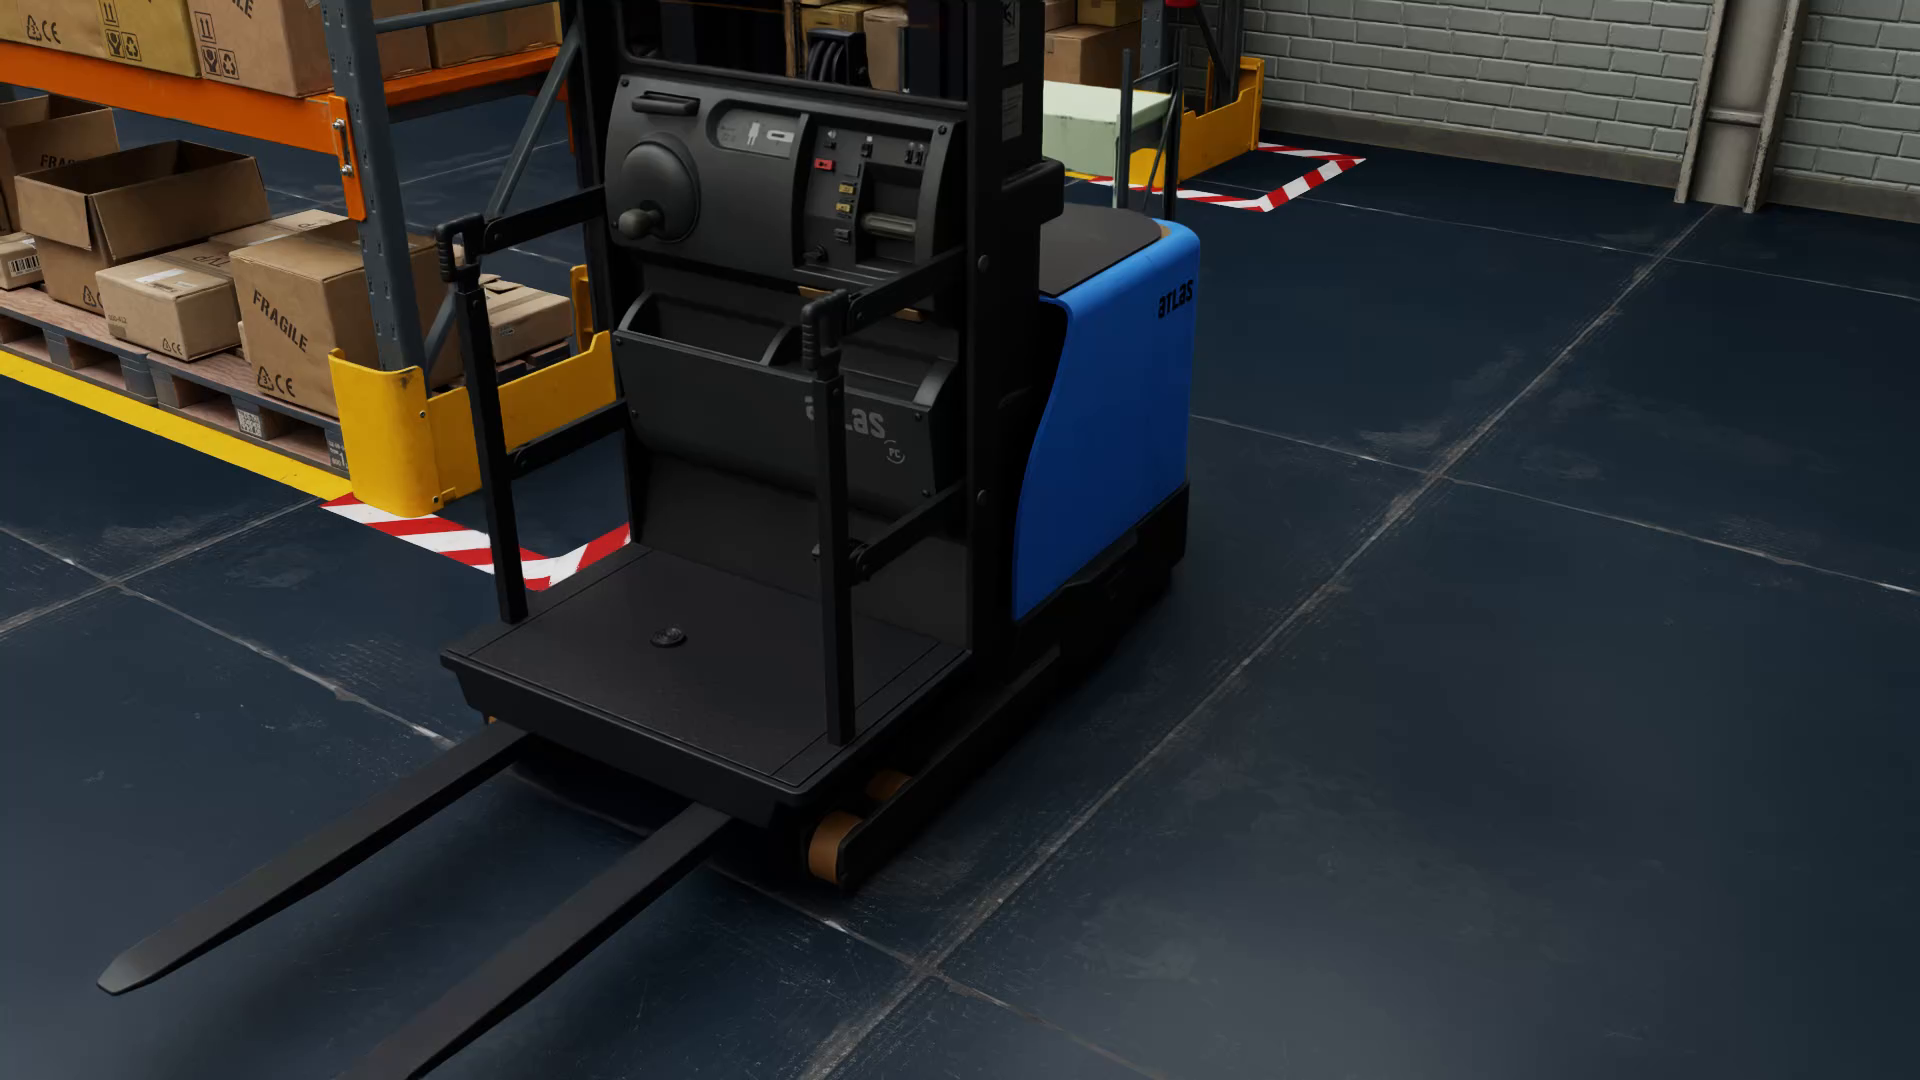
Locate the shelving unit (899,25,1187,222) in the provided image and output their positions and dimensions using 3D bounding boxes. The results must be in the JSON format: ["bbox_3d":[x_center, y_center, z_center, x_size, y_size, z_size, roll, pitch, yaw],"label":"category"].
[{"bbox_3d":[0.244,-0.851,5.269,0.755,1.500,0.431,15,30,26],"label":"shelving unit"}]

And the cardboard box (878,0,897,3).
[{"bbox_3d":[-0.383,-3.430,10.260,0.250,0.149,0.380,17,31,29],"label":"cardboard box"}]

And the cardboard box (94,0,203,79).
[{"bbox_3d":[-2.466,-1.829,5.427,0.500,0.500,0.500,18,32,31],"label":"cardboard box"}]

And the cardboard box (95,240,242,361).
[{"bbox_3d":[-2.867,-0.913,6.283,0.500,0.250,0.500,17,32,30],"label":"cardboard box"}]

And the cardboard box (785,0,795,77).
[{"bbox_3d":[-1.038,-3.232,10.587,0.500,0.500,0.700,17,32,30],"label":"cardboard box"}]

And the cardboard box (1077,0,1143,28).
[{"bbox_3d":[0.871,-3.040,9.493,0.250,0.149,0.380,18,32,31],"label":"cardboard box"}]

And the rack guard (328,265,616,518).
[{"bbox_3d":[-1.576,-0.545,5.769,0.348,0.500,1.175,17,32,30],"label":"rack guard"}]

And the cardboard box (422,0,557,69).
[{"bbox_3d":[-1.730,-1.896,5.559,0.500,0.500,0.500,18,32,31],"label":"cardboard box"}]

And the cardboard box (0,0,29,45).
[{"bbox_3d":[-3.289,-2.089,5.937,0.500,0.500,0.500,17,31,30],"label":"cardboard box"}]

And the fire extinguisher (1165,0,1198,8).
[{"bbox_3d":[1.151,-3.080,8.492,0.183,0.674,0.296,17,32,30],"label":"fire extinguisher"}]

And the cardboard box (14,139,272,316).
[{"bbox_3d":[-3.259,-1.269,6.705,0.637,0.503,0.797,17,32,30],"label":"cardboard box"}]

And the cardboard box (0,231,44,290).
[{"bbox_3d":[-3.868,-1.193,6.925,0.250,0.166,0.380,17,32,30],"label":"cardboard box"}]

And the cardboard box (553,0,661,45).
[{"bbox_3d":[-2.618,-3.867,11.448,0.750,0.750,0.750,18,32,31],"label":"cardboard box"}]

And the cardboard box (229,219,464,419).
[{"bbox_3d":[-2.101,-0.769,5.725,0.500,0.500,0.500,17,32,30],"label":"cardboard box"}]

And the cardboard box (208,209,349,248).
[{"bbox_3d":[-2.625,-1.112,6.675,0.500,0.250,0.500,17,32,30],"label":"cardboard box"}]

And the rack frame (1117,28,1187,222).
[{"bbox_3d":[0.561,-0.768,5.106,0.023,1.500,0.400,15,30,26],"label":"rack frame"}]

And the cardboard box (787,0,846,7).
[{"bbox_3d":[-0.841,-3.361,10.125,0.250,0.149,0.380,16,31,29],"label":"cardboard box"}]

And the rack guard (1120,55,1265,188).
[{"bbox_3d":[1.308,-2.372,9.360,0.348,0.500,1.175,17,32,30],"label":"rack guard"}]

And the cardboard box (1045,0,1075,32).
[{"bbox_3d":[0.446,-2.962,9.340,0.250,0.149,0.380,17,31,30],"label":"cardboard box"}]

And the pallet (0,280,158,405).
[{"bbox_3d":[-3.235,-0.934,6.853,1.213,0.211,1.003,17,32,30],"label":"pallet"}]

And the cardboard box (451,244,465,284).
[{"bbox_3d":[-2.213,-0.984,6.423,0.500,0.250,0.500,17,32,30],"label":"cardboard box"}]

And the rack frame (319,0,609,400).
[{"bbox_3d":[-1.513,-1.639,5.164,0.127,3.000,1.000,17,32,30],"label":"rack frame"}]

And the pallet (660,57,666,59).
[{"bbox_3d":[-1.426,-3.052,11.015,1.213,0.211,1.003,17,32,30],"label":"pallet"}]

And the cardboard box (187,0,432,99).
[{"bbox_3d":[-2.036,-1.697,5.167,0.500,0.500,0.500,18,32,32],"label":"cardboard box"}]

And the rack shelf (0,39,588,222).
[{"bbox_3d":[-3.162,-1.832,6.336,4.000,0.370,1.077,17,32,30],"label":"rack shelf"}]

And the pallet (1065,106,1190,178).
[{"bbox_3d":[0.585,-2.426,9.784,1.213,0.211,1.003,17,32,30],"label":"pallet"}]

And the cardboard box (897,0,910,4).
[{"bbox_3d":[-0.175,-3.364,10.132,0.250,0.149,0.380,18,32,31],"label":"cardboard box"}]

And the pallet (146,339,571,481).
[{"bbox_3d":[-2.233,-0.620,6.237,1.213,0.211,1.003,17,32,30],"label":"pallet"}]

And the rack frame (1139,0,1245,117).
[{"bbox_3d":[1.288,-3.492,8.805,0.127,3.000,1.000,17,32,30],"label":"rack frame"}]

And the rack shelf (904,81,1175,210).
[{"bbox_3d":[0.244,-1.199,5.092,0.720,0.370,0.431,15,30,26],"label":"rack shelf"}]

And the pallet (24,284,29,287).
[{"bbox_3d":[-4.245,-1.247,7.468,1.213,0.211,1.003,17,32,30],"label":"pallet"}]

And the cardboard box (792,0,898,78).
[{"bbox_3d":[-0.616,-3.099,10.326,0.500,0.500,0.700,18,32,31],"label":"cardboard box"}]

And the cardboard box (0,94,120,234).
[{"bbox_3d":[-4.180,-1.708,7.571,0.500,0.500,0.500,17,32,30],"label":"cardboard box"}]

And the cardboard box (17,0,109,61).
[{"bbox_3d":[-2.874,-1.959,5.682,0.500,0.500,0.500,18,32,31],"label":"cardboard box"}]

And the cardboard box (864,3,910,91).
[{"bbox_3d":[-0.173,-2.965,10.062,0.500,0.500,0.700,16,31,29],"label":"cardboard box"}]

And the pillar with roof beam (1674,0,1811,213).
[{"bbox_3d":[1.566,-4.187,3.555,0.400,9.000,9.100,17,32,30],"label":"pillar with roof beam"}]

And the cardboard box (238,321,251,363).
[{"bbox_3d":[-2.384,-0.758,6.071,0.250,0.166,0.380,17,32,30],"label":"cardboard box"}]

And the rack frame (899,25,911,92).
[{"bbox_3d":[-0.073,-0.934,5.432,0.023,1.500,0.400,15,30,26],"label":"rack frame"}]

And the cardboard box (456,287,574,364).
[{"bbox_3d":[-1.664,-0.801,6.175,0.250,0.149,0.380,17,32,30],"label":"cardboard box"}]

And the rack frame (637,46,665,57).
[{"bbox_3d":[-2.009,-4.519,10.823,0.127,3.000,1.000,17,32,30],"label":"rack frame"}]

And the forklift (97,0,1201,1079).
[{"bbox_3d":[-0.533,-0.774,3.540,1.130,2.935,3.031,16,31,28],"label":"forklift"}]

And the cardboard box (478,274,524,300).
[{"bbox_3d":[-1.870,-0.873,6.297,0.250,0.166,0.380,17,32,30],"label":"cardboard box"}]

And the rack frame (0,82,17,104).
[{"bbox_3d":[-4.810,-2.667,7.182,0.127,3.000,1.000,17,32,30],"label":"rack frame"}]

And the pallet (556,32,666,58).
[{"bbox_3d":[-2.687,-3.447,11.790,1.213,0.211,1.003,17,32,30],"label":"pallet"}]

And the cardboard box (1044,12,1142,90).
[{"bbox_3d":[0.655,-2.708,9.557,0.500,0.500,0.700,17,32,30],"label":"cardboard box"}]

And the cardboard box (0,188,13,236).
[{"bbox_3d":[-4.587,-1.476,7.322,0.500,0.311,0.500,17,32,30],"label":"cardboard box"}]
